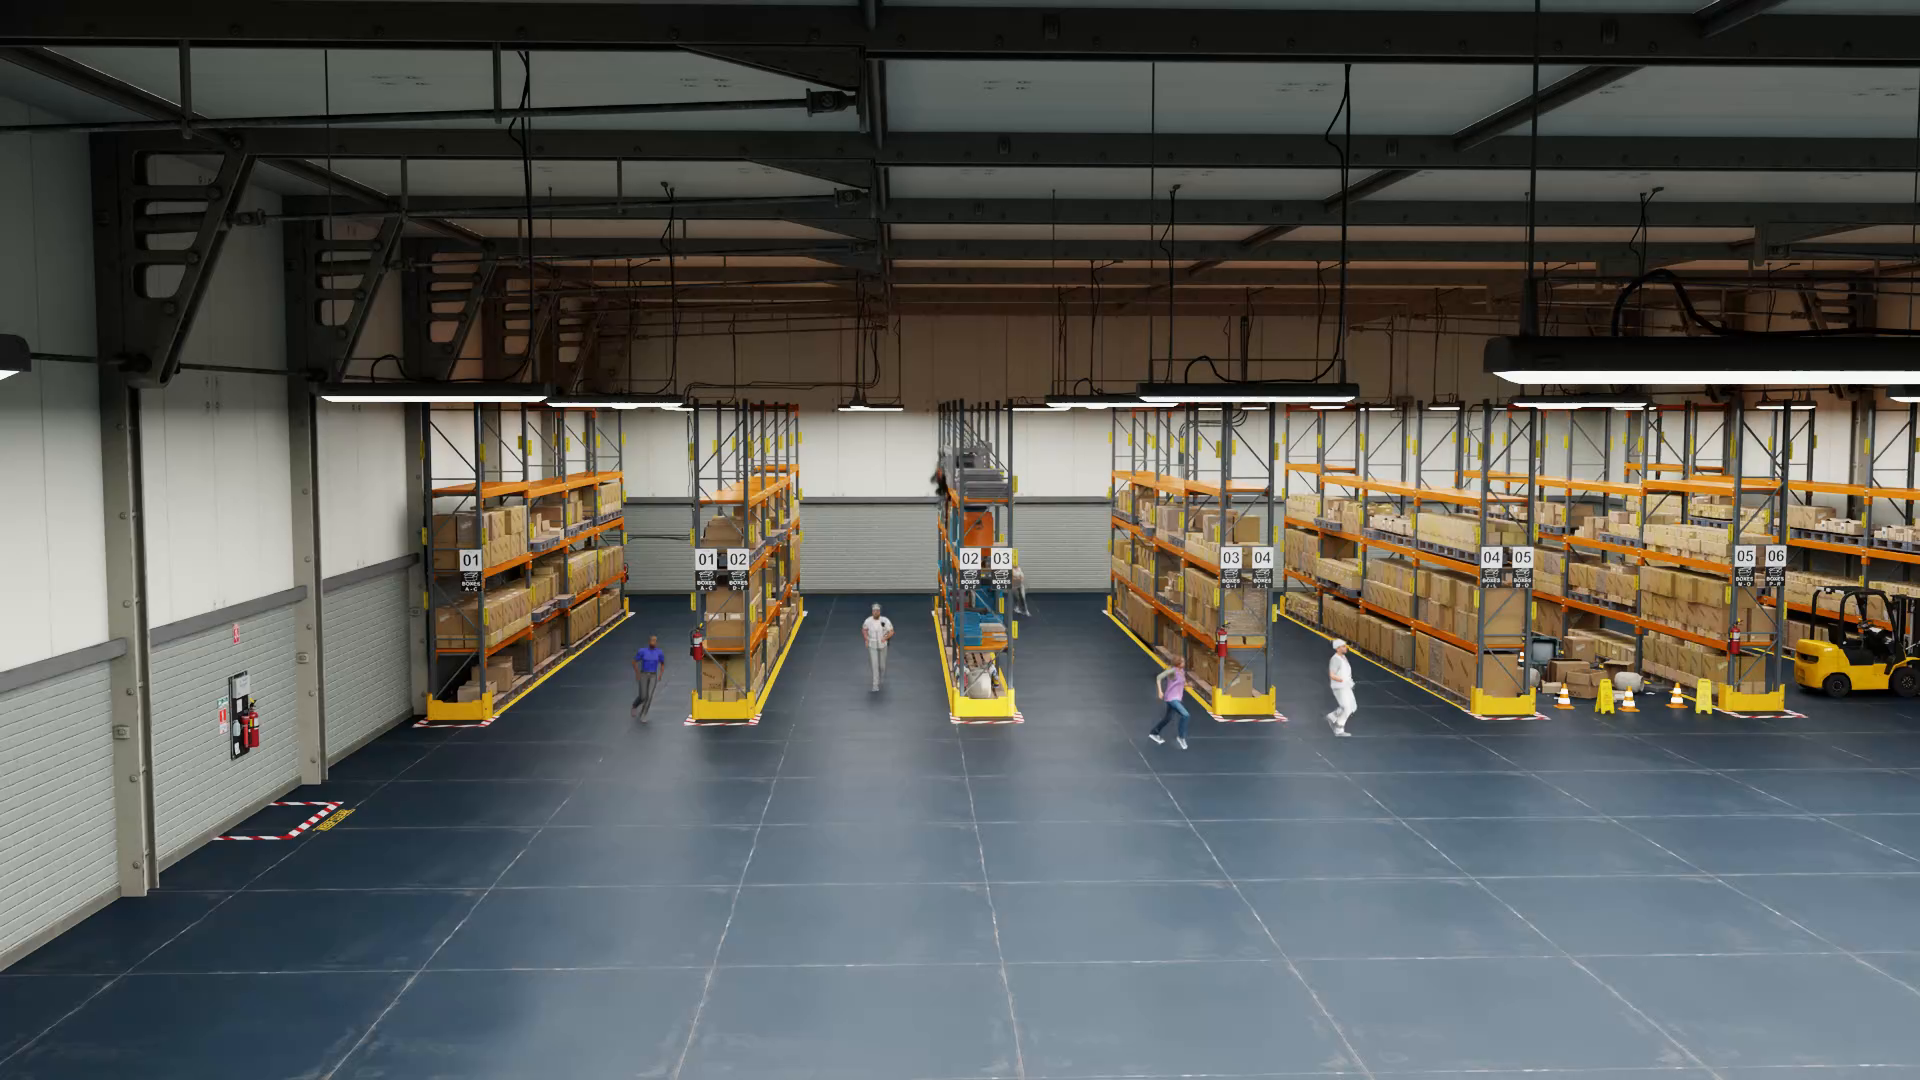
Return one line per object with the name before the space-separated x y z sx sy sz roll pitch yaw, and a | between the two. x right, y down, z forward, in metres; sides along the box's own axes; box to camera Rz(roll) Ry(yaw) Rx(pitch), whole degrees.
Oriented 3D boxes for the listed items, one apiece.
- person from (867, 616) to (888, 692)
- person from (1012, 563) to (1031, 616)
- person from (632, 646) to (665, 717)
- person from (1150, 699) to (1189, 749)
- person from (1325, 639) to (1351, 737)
person | -1.707 2.327 34.465 0.426 1.518 0.912 0 4 -3
person | 1.611 1.354 47.239 0.555 1.567 0.829 -2 5 -20
person | -5.798 2.633 31.071 0.584 1.346 0.453 -2 5 -25
person | 3.605 3.082 28.540 0.733 0.979 0.329 3 5 31
person | 6.698 2.616 29.456 0.500 1.737 0.652 3 5 30
